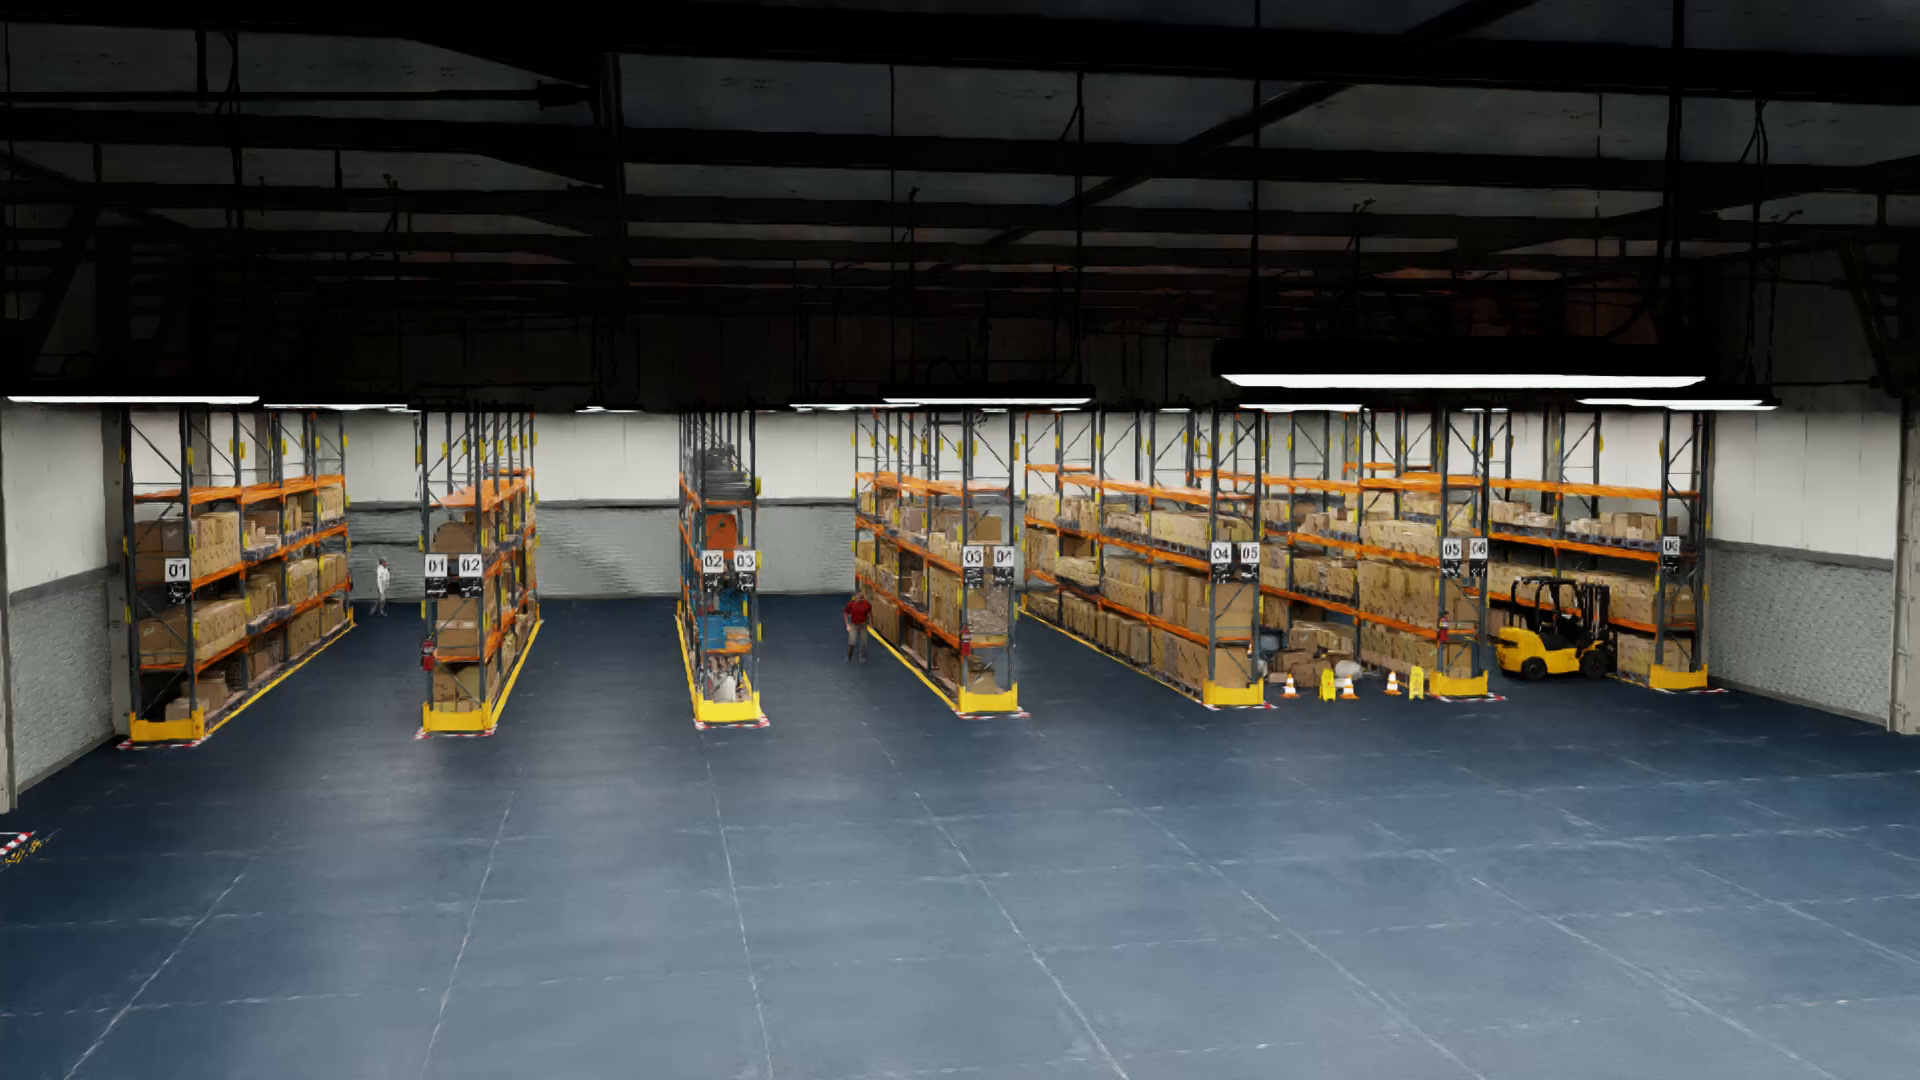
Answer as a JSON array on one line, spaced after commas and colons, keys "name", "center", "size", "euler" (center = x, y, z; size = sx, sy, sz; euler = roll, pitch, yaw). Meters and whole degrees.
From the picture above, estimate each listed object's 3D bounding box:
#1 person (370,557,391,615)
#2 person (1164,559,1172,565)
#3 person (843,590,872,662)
[{"name": "person", "center": [-16.506, 1.314, 47.355], "size": [0.454, 1.656, 0.642], "euler": [1, 5, 17]}, {"name": "person", "center": [5.998, 1.255, 48.119], "size": [0.551, 1.653, 0.573], "euler": [1, 5, 18]}, {"name": "person", "center": [-2.362, 1.989, 38.479], "size": [0.682, 1.676, 0.535], "euler": [-1, 4, -13]}]
